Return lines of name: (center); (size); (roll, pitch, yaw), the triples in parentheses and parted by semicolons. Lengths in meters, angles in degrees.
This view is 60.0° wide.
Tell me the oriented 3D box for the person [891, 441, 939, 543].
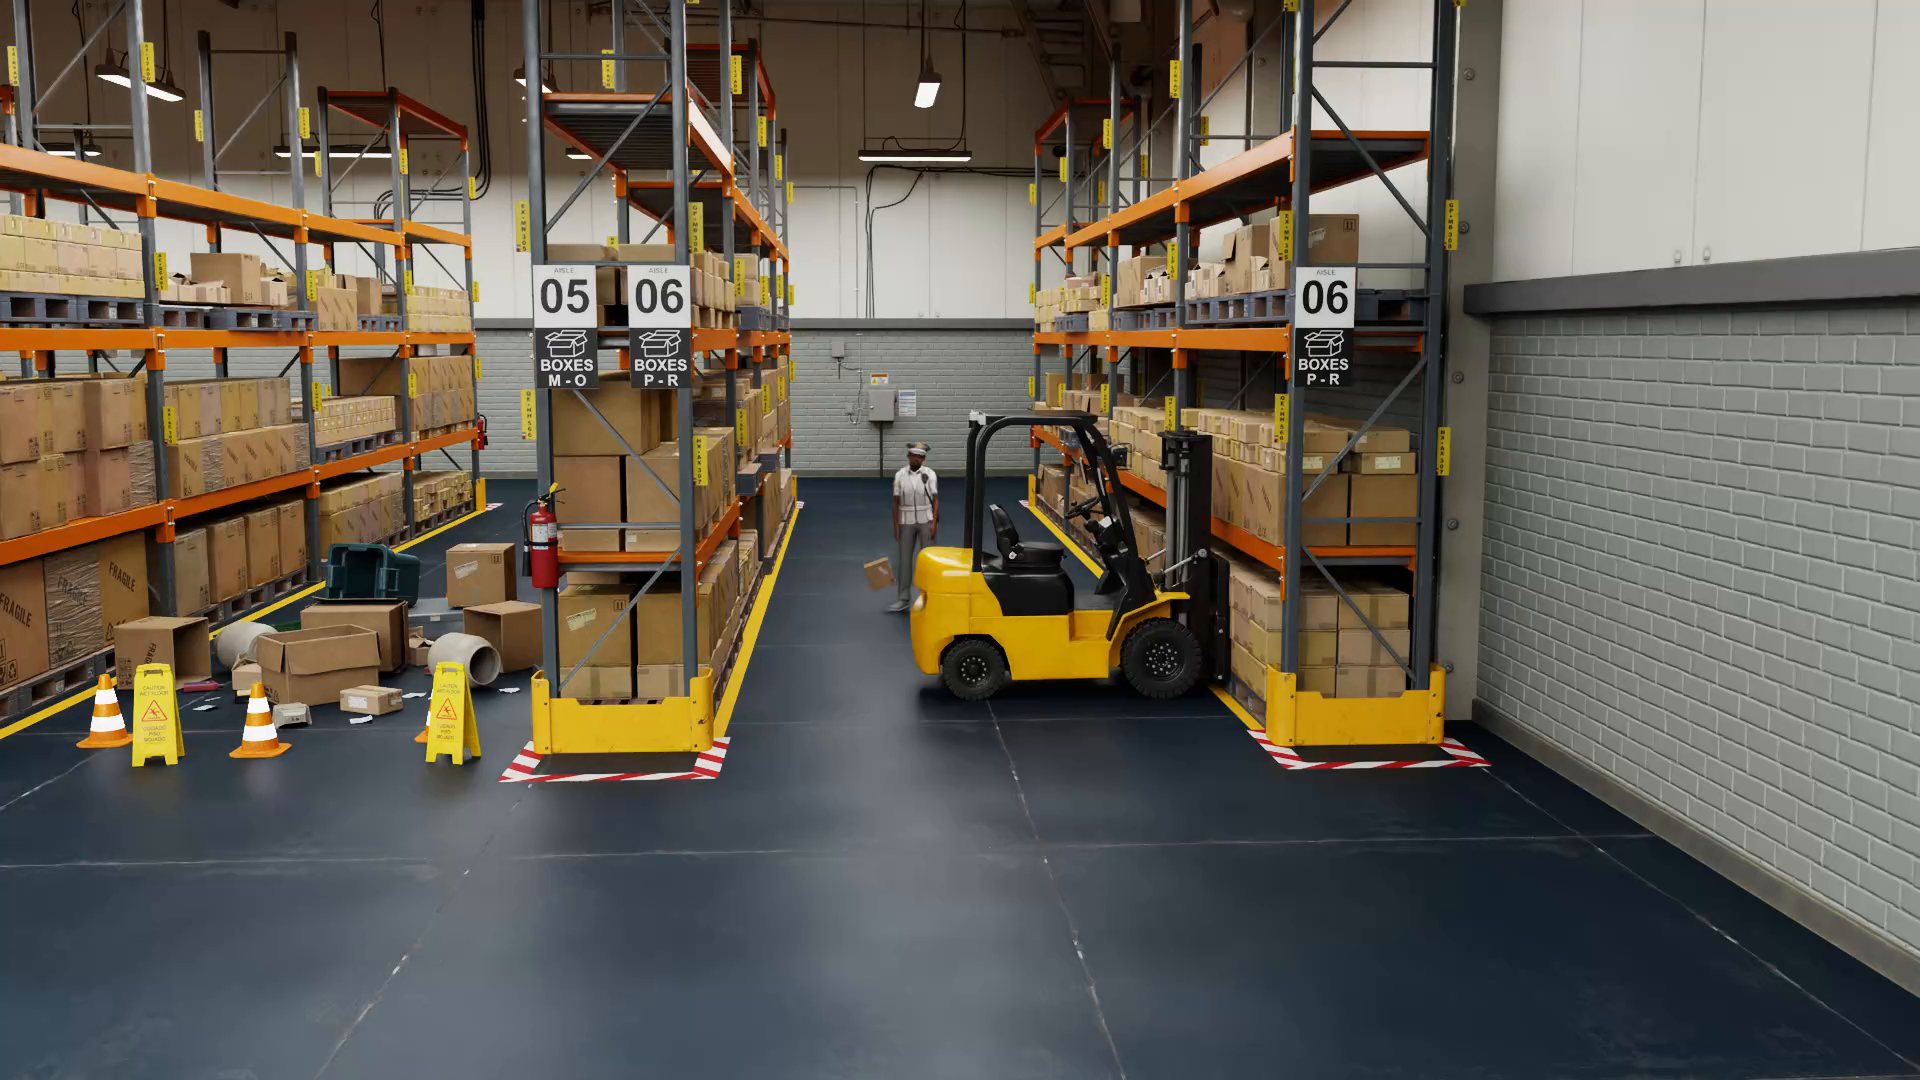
person: (-0.450, -0.477, 16.538); (0.474, 1.011, 0.366); (0, 7, 4)
